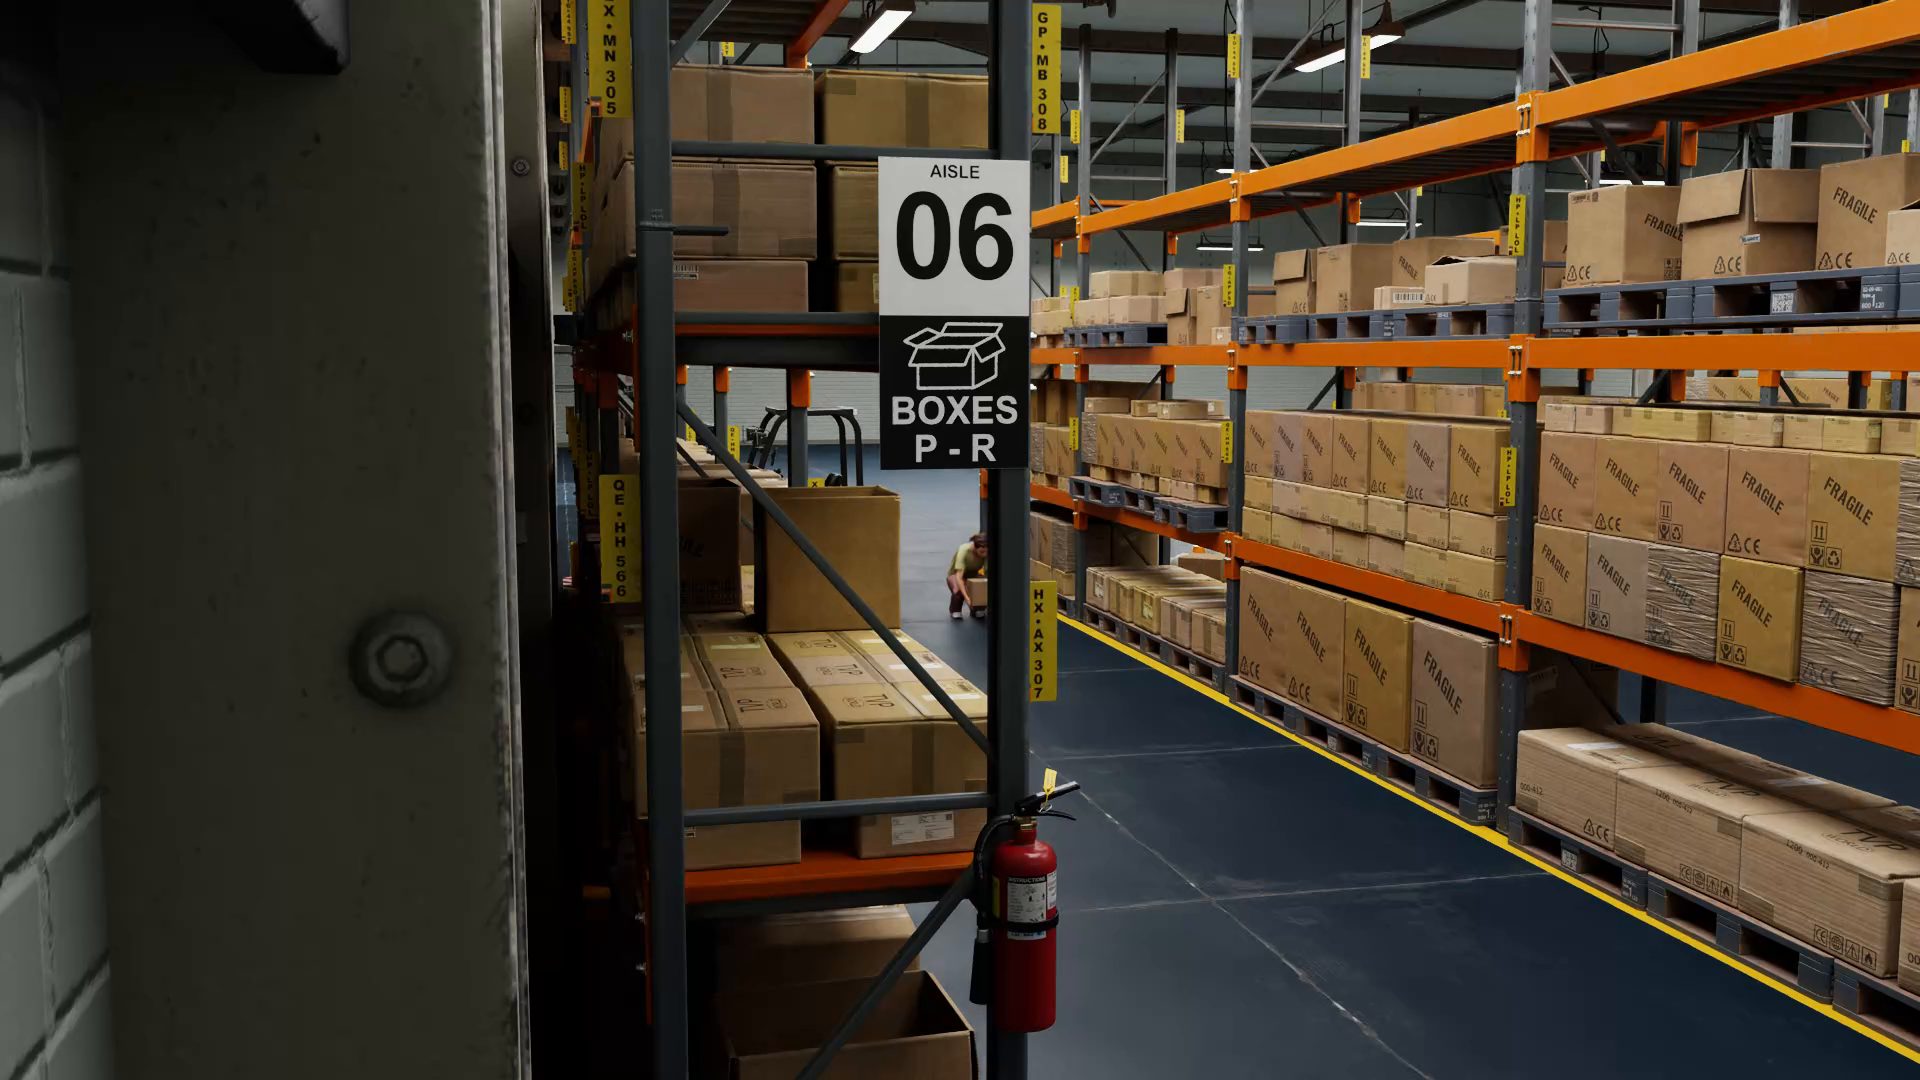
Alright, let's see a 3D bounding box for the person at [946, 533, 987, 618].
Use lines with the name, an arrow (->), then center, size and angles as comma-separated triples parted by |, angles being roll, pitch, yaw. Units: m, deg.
person -> 0.129, 0.364, 17.292 | 0.488, 0.928, 0.810 | -2, 6, -16
